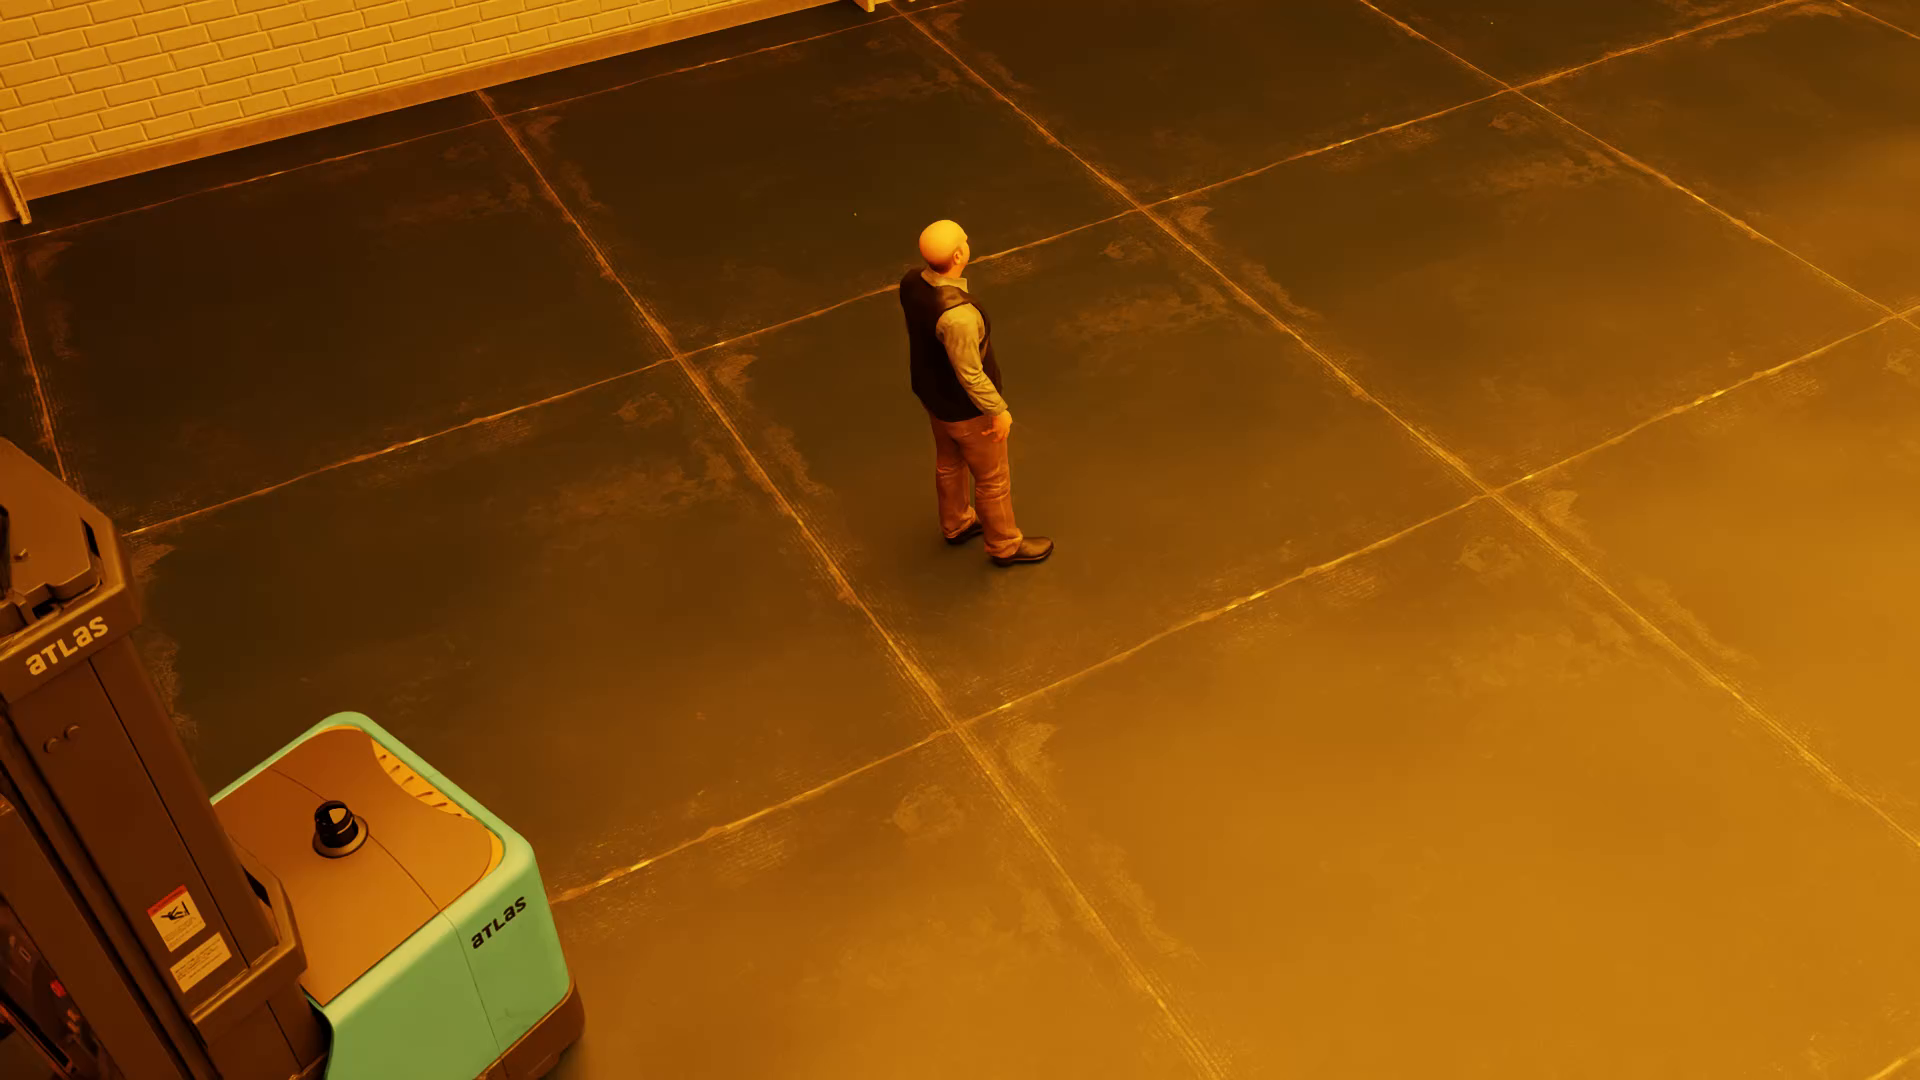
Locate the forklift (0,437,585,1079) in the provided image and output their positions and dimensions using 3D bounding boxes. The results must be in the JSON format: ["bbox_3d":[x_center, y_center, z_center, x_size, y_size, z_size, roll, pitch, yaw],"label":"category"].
[{"bbox_3d":[-2.648,1.257,4.342,1.130,2.935,3.031,29,50,27],"label":"forklift"}]

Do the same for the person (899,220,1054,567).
[{"bbox_3d":[0.058,-0.653,7.280,0.568,1.720,0.632,-21,47,-21],"label":"person"}]
